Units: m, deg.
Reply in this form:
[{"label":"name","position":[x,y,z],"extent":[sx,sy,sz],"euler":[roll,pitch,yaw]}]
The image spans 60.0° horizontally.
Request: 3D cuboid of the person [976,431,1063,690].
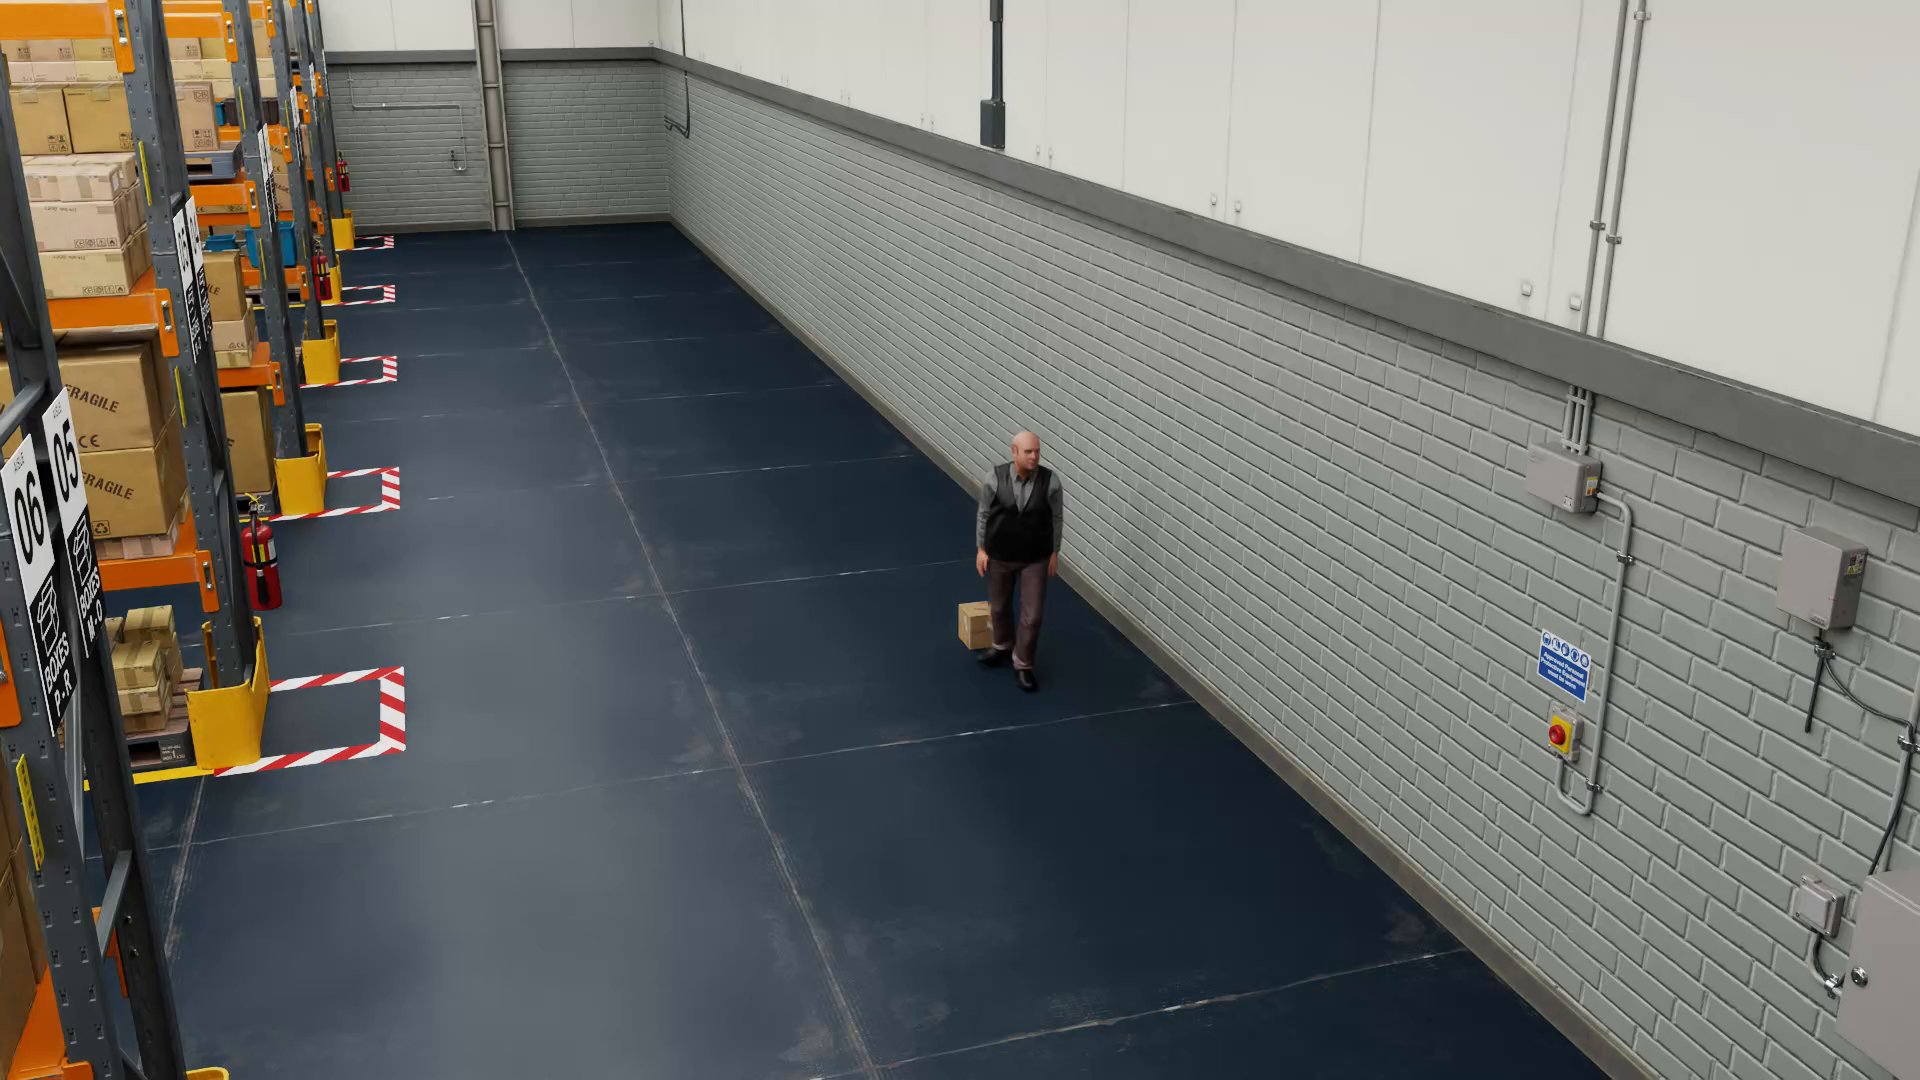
[{"label":"person","position":[0.383,0.092,10.814],"extent":[0.567,1.708,0.560],"euler":[2,19,4]}]
